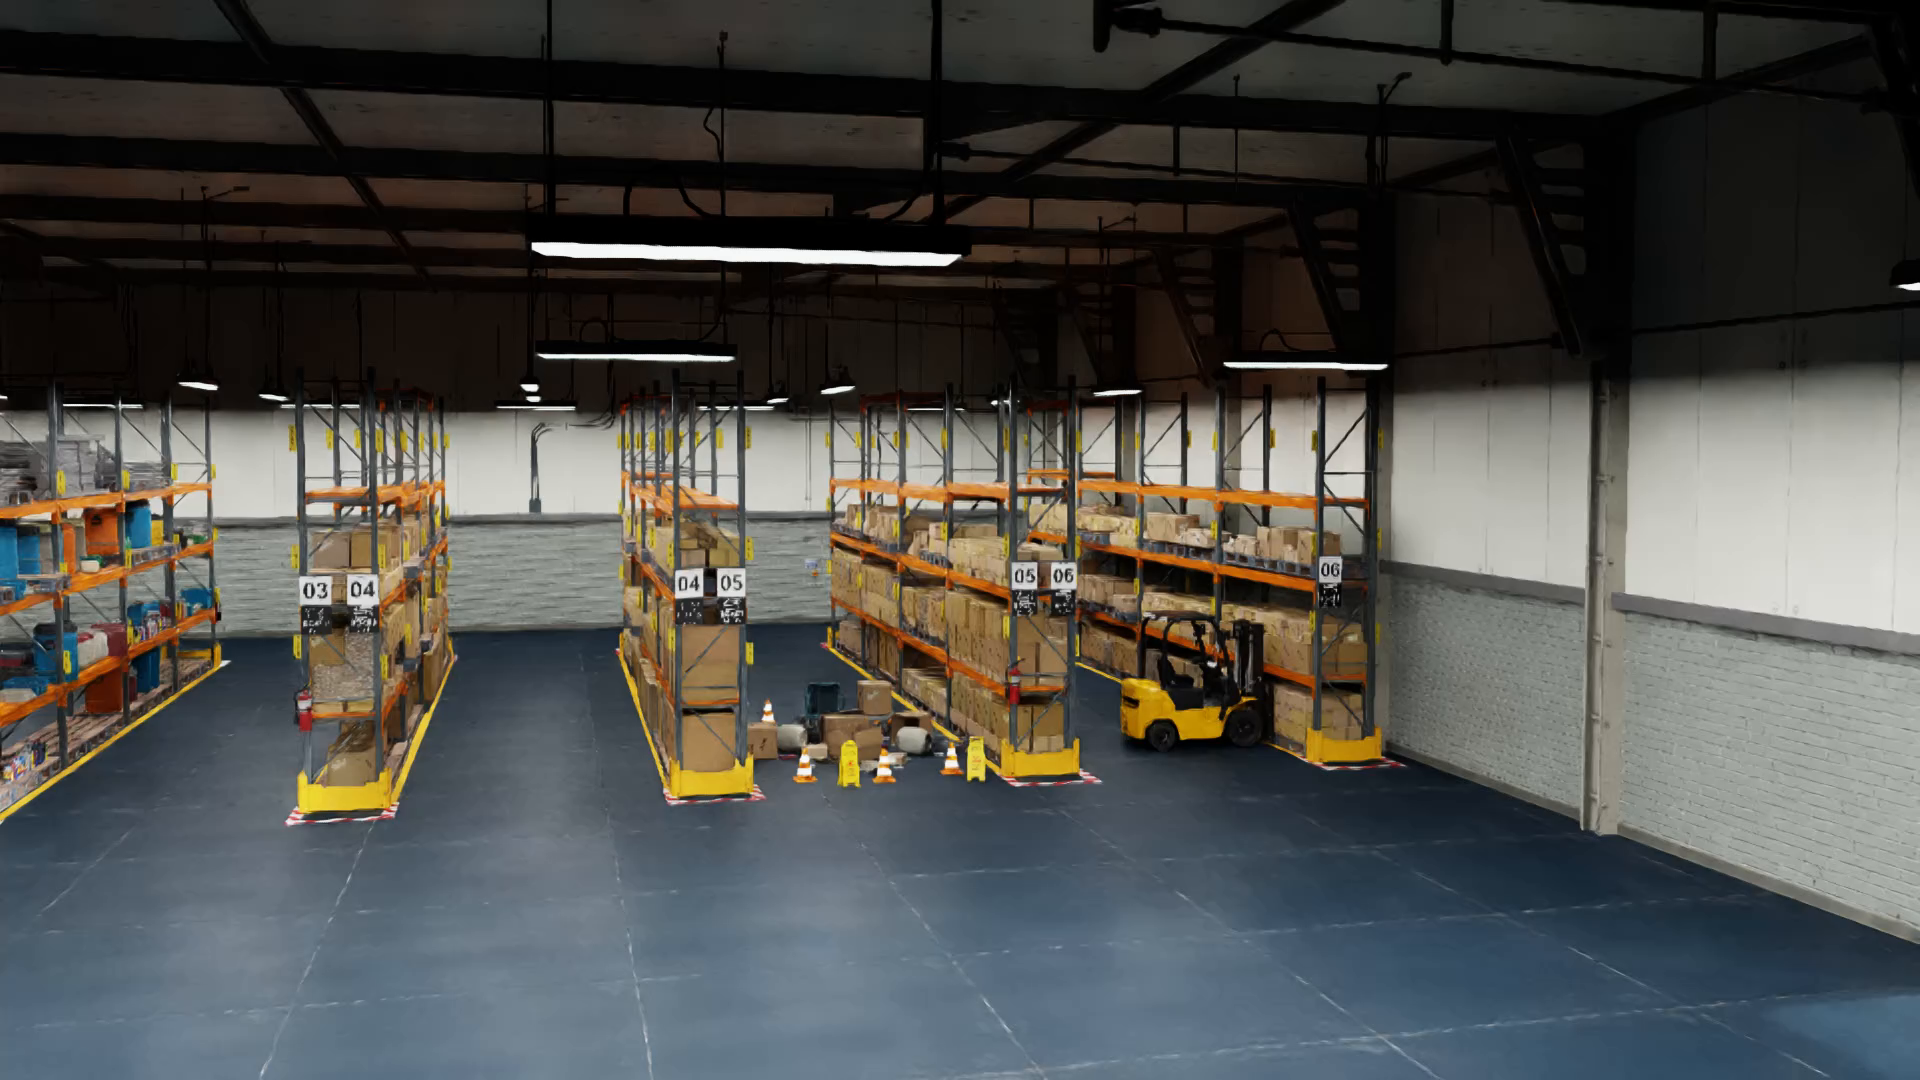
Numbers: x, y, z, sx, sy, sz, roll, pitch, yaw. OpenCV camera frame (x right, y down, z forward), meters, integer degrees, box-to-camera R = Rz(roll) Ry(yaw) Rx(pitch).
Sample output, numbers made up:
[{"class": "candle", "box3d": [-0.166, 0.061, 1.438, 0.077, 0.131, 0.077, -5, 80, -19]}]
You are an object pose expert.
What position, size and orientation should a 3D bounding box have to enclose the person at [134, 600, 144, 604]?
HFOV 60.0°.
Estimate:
[{"class": "person", "box3d": [-17.257, 2.075, 34.826, 0.568, 1.656, 0.592, 0, 3, -1]}]
